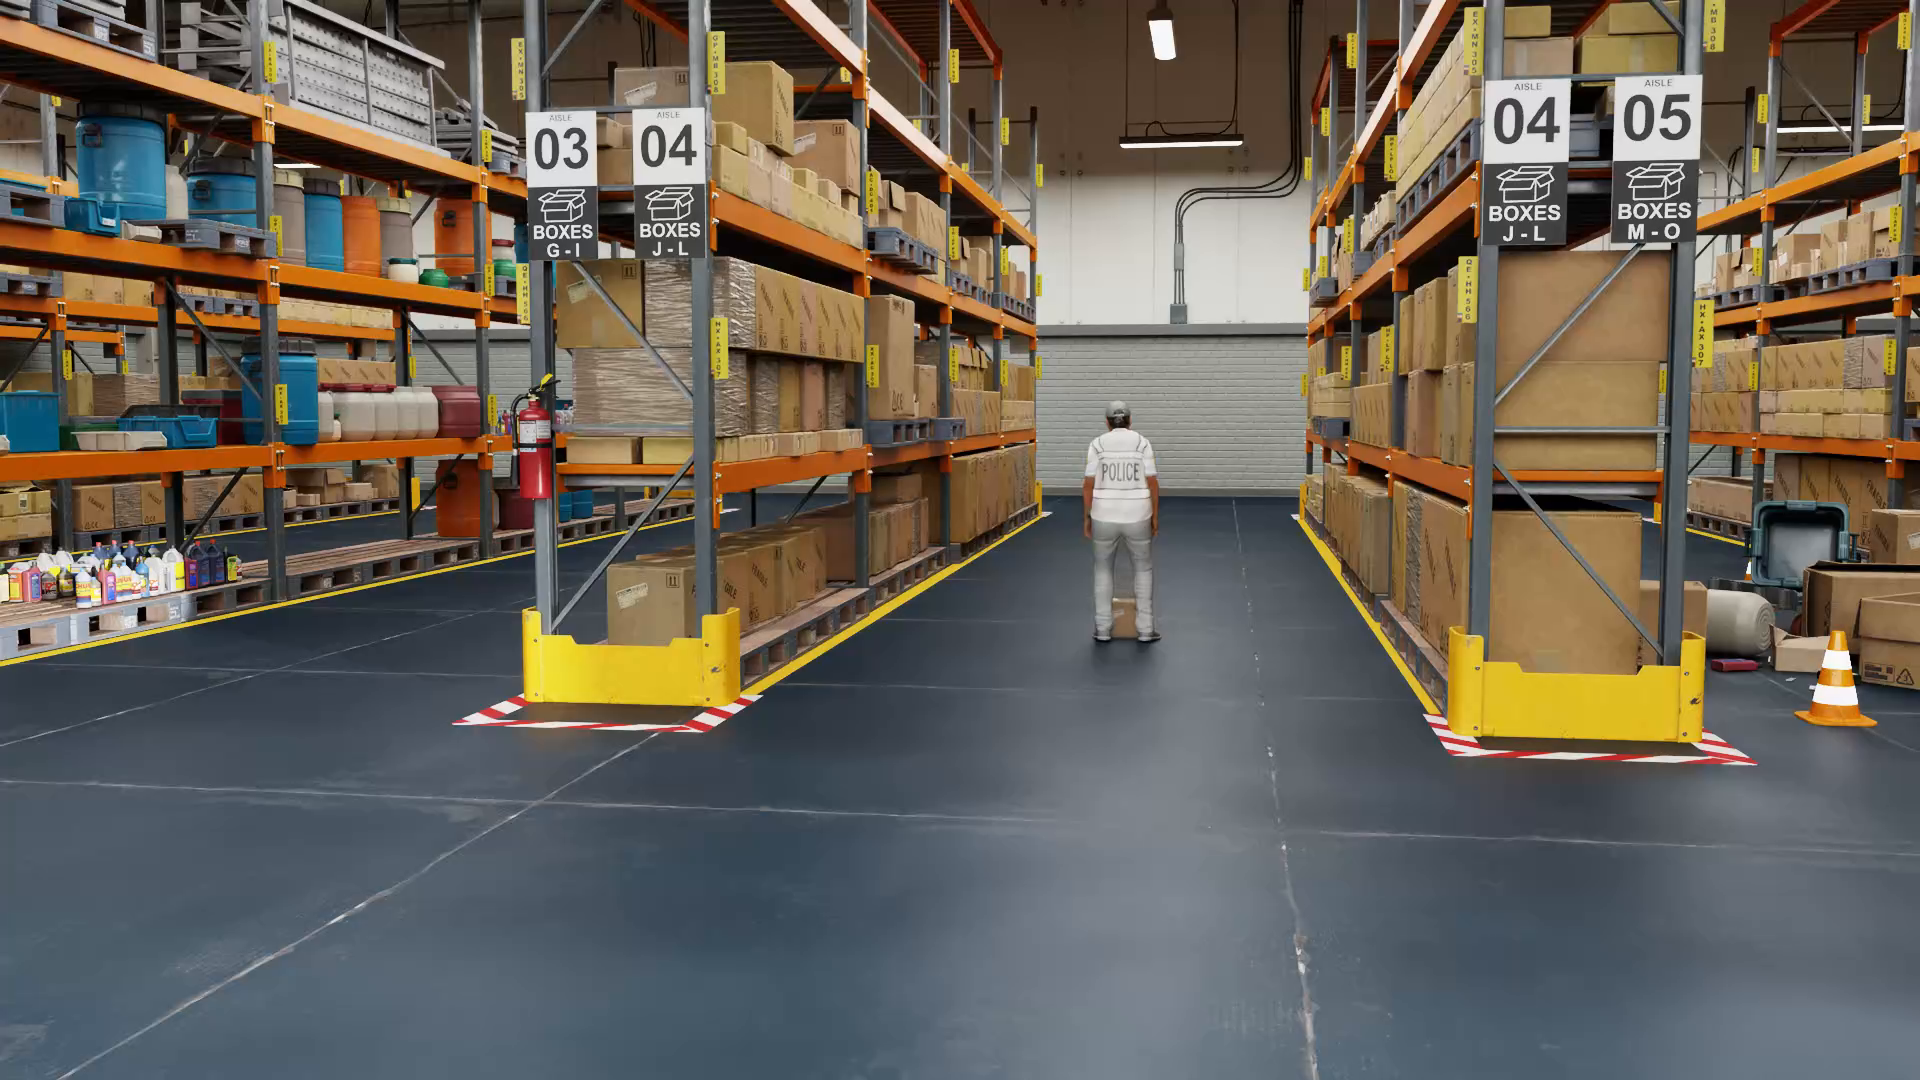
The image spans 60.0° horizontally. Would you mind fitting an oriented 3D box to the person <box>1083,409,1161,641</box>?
[{"bbox_3d":[1.124,-0.124,11.500,0.551,1.650,0.402,0,5,6],"label":"person"}]
